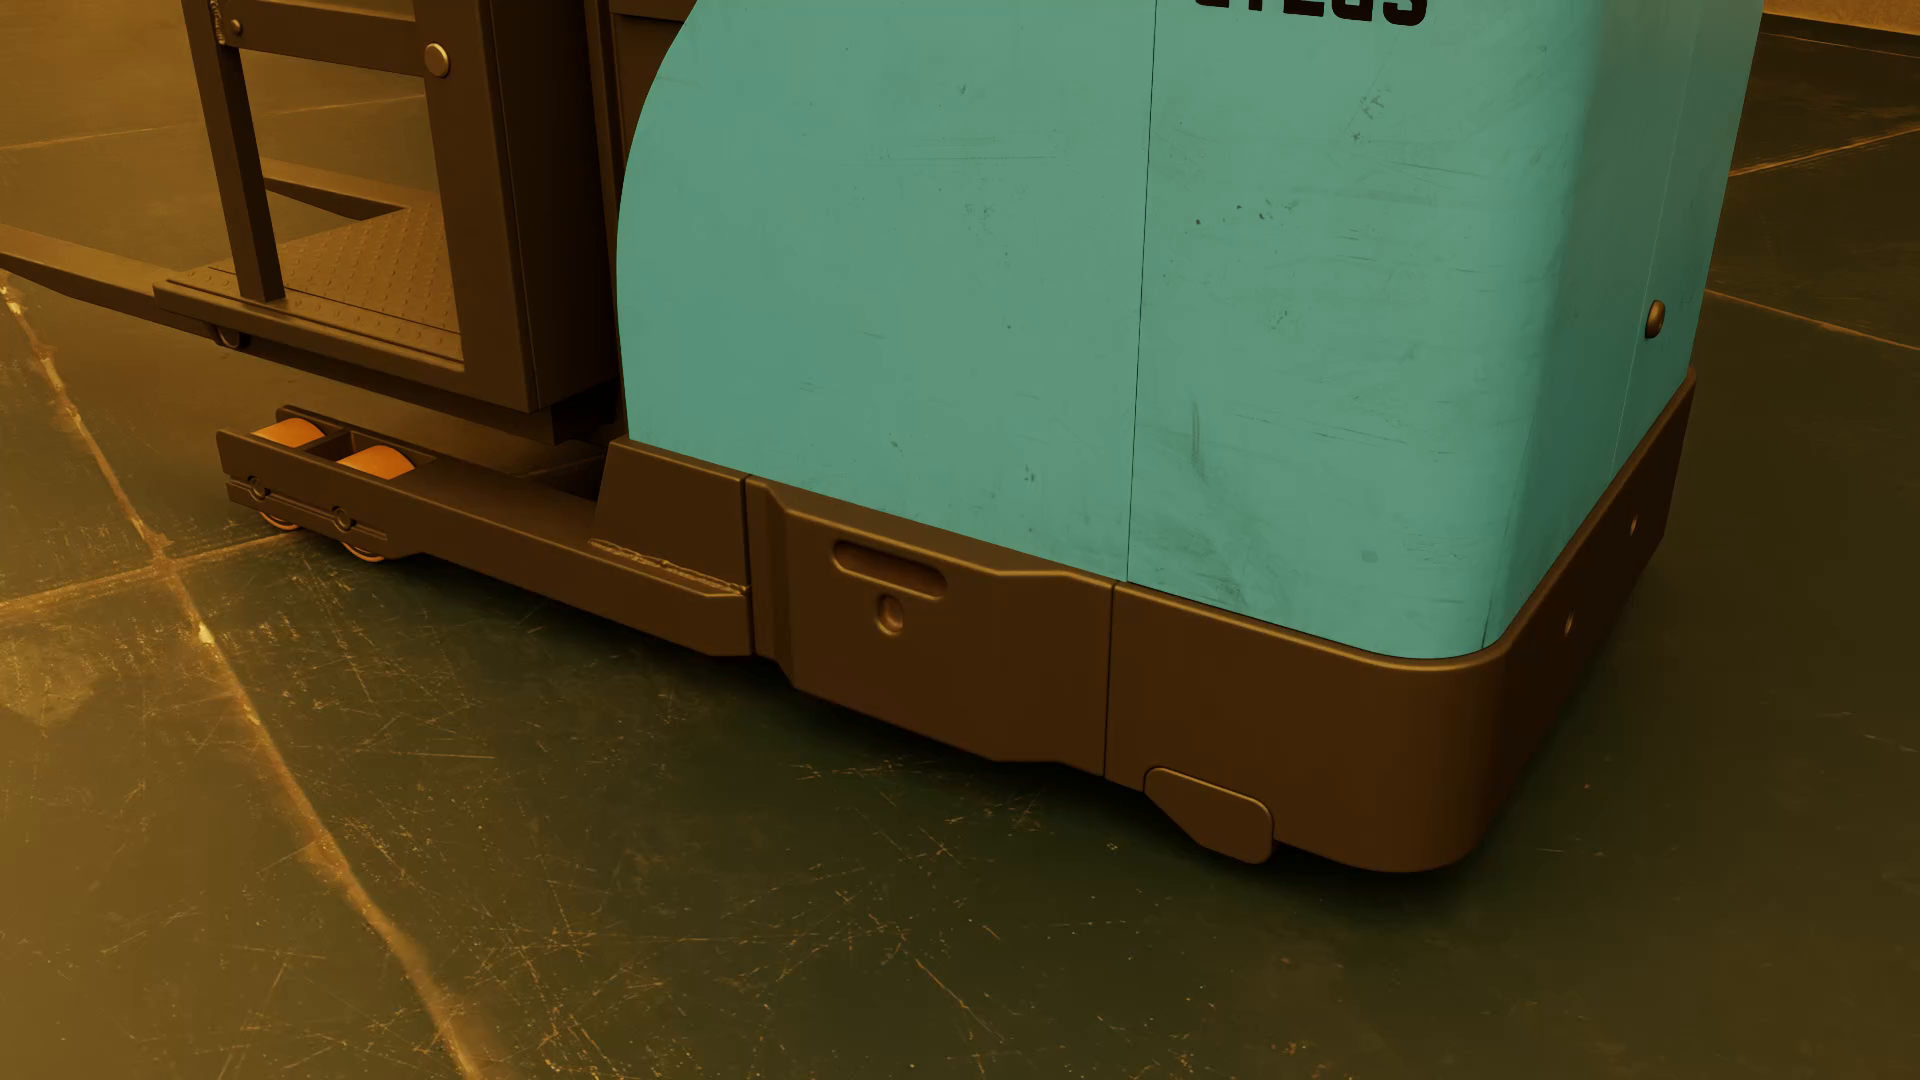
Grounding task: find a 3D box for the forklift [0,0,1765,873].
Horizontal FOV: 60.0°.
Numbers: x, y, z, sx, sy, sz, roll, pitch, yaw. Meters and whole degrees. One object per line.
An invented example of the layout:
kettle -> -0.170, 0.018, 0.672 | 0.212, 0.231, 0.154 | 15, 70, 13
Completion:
forklift -> -0.511, -1.459, 2.139 | 3.031, 2.935, 1.130 | 16, 31, 29
